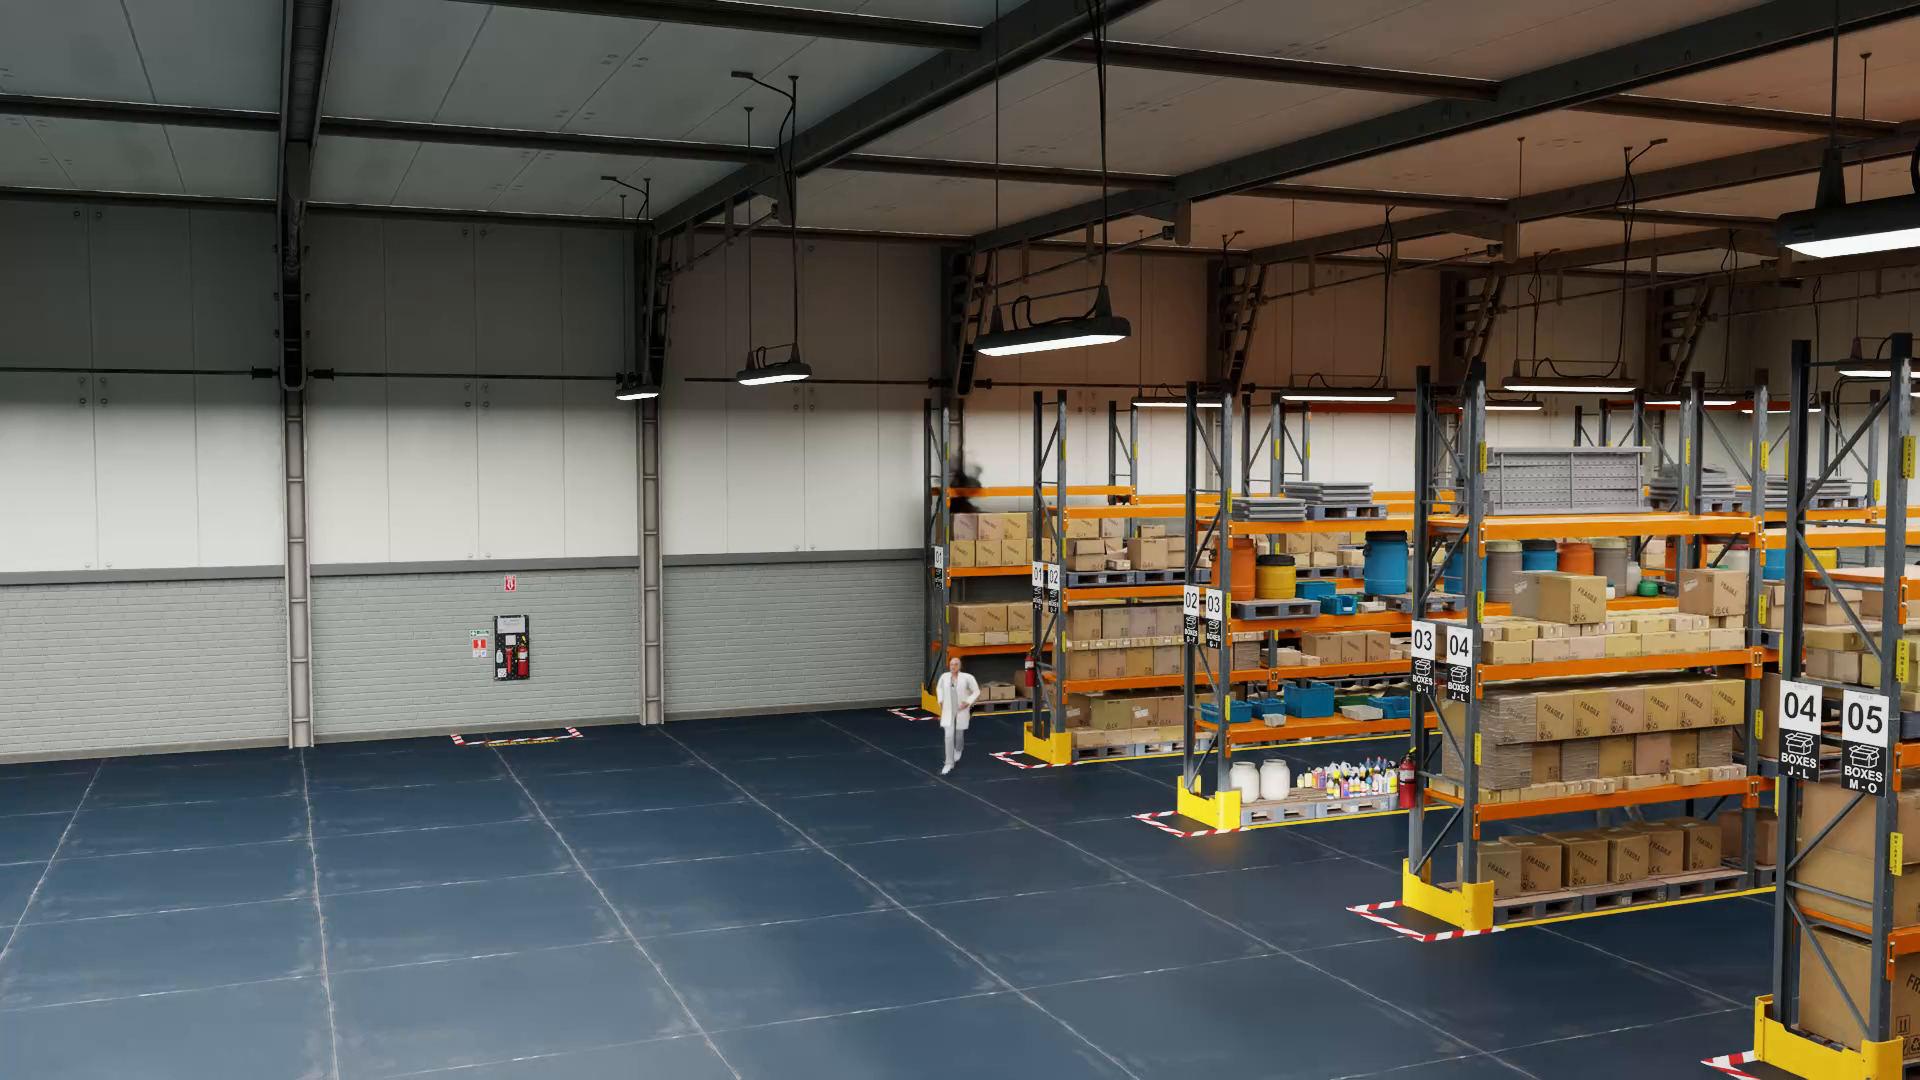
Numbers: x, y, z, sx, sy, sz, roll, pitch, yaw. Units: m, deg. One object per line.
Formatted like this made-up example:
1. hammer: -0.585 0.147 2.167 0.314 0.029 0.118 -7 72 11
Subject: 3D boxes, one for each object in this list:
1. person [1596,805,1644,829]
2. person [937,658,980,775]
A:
1. person: 8.388 3.036 21.112 0.782 1.828 0.674 -2 4 -26
2. person: -0.027 2.836 26.231 0.721 1.607 0.880 1 3 12
